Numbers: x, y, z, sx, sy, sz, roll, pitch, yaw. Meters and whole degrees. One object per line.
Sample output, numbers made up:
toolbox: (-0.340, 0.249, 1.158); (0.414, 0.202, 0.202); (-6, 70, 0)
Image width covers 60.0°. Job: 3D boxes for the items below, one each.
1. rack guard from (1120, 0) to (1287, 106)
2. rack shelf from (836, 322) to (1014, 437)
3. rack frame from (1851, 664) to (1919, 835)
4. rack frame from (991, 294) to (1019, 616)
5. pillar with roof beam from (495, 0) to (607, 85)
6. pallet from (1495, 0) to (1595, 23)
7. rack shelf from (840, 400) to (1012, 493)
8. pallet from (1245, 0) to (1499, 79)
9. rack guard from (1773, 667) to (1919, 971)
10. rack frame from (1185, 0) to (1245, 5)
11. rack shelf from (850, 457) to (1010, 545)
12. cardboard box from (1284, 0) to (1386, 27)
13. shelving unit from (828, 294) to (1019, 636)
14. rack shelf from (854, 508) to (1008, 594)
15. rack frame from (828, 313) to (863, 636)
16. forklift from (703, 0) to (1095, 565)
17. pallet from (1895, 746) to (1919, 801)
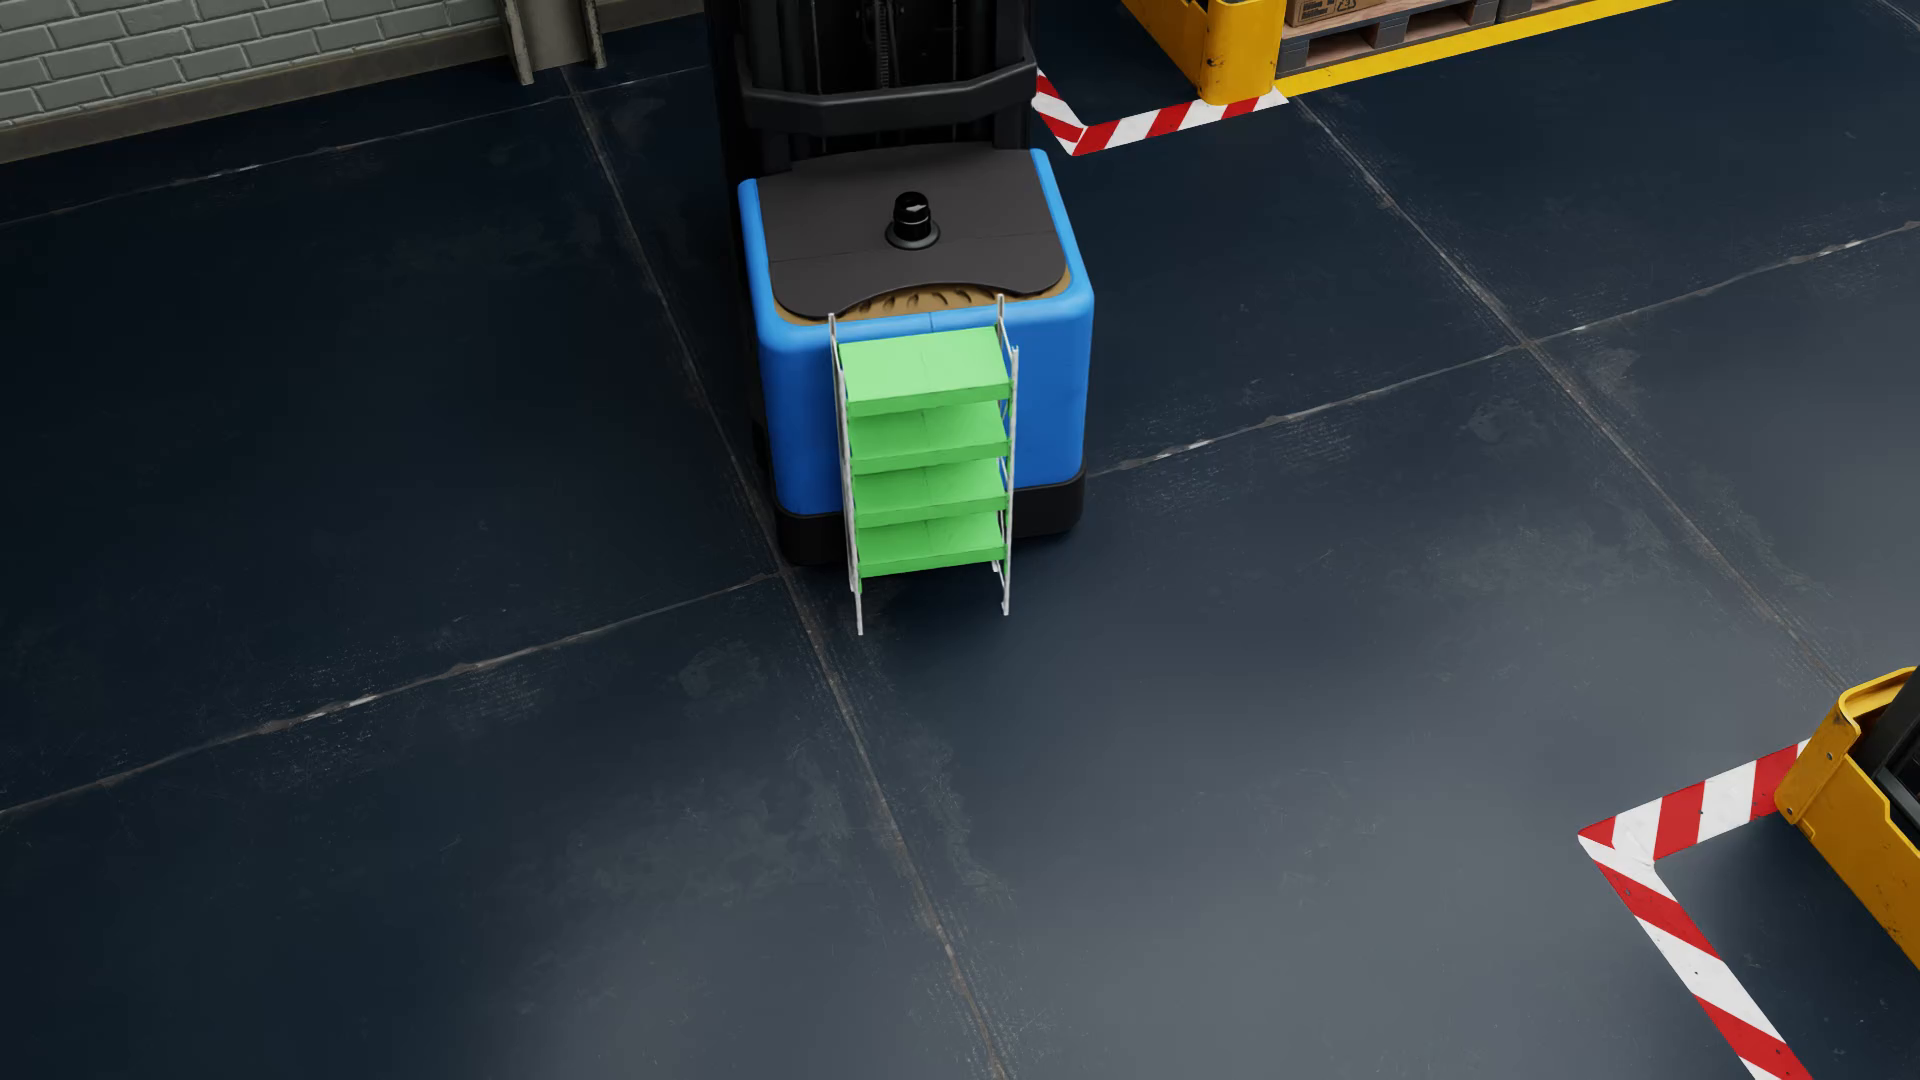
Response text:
rack guard: (1.052, -2.543, 7.604); (0.348, 0.500, 1.175); (-17, 52, -14)
rack shelf: (-0.105, -0.465, 4.809); (0.480, 0.148, 0.258); (-7, 50, -6)
rack frame: (2.861, 0.150, 3.644); (0.127, 3.000, 1.000); (-17, 52, -14)
rack frame: (0.135, -0.227, 5.153); (0.015, 1.200, 0.240); (-7, 50, -6)
pillar with roof beam: (-0.228, -2.126, 1.644); (0.400, 9.000, 9.100); (-17, 52, -14)
pallet: (2.917, -3.025, 8.209); (1.213, 0.211, 1.003); (-17, 52, -14)
rack shelf: (-0.106, -0.310, 4.992); (0.480, 0.148, 0.258); (-7, 50, -6)
pallet: (1.789, -2.678, 7.911); (1.213, 0.211, 1.003); (-17, 52, -14)
rack guard: (2.839, 0.971, 4.586); (0.348, 0.500, 1.175); (-17, 52, -14)
rack frame: (0.981, -3.335, 6.637); (0.127, 3.000, 1.000); (-17, 52, -14)
rack shelf: (-0.106, -0.155, 5.175); (0.480, 0.148, 0.258); (-7, 50, -6)
cardboard box: (1.583, -2.768, 7.518); (0.637, 0.503, 0.797); (-19, 52, -16)
shelving unit: (-0.106, -0.196, 5.126); (0.503, 1.200, 0.258); (-7, 50, -6)
rack shelf: (-0.106, 0.001, 5.358); (0.480, 0.148, 0.258); (-7, 50, -6)
rack frame: (-0.346, -0.164, 5.099); (0.015, 1.200, 0.240); (-7, 50, -6)
forklift: (-0.336, -2.011, 5.545); (1.130, 2.935, 3.031); (-7, 50, -6)
pallet: (3.572, 0.774, 4.946); (1.213, 0.211, 1.003); (-17, 52, -14)
